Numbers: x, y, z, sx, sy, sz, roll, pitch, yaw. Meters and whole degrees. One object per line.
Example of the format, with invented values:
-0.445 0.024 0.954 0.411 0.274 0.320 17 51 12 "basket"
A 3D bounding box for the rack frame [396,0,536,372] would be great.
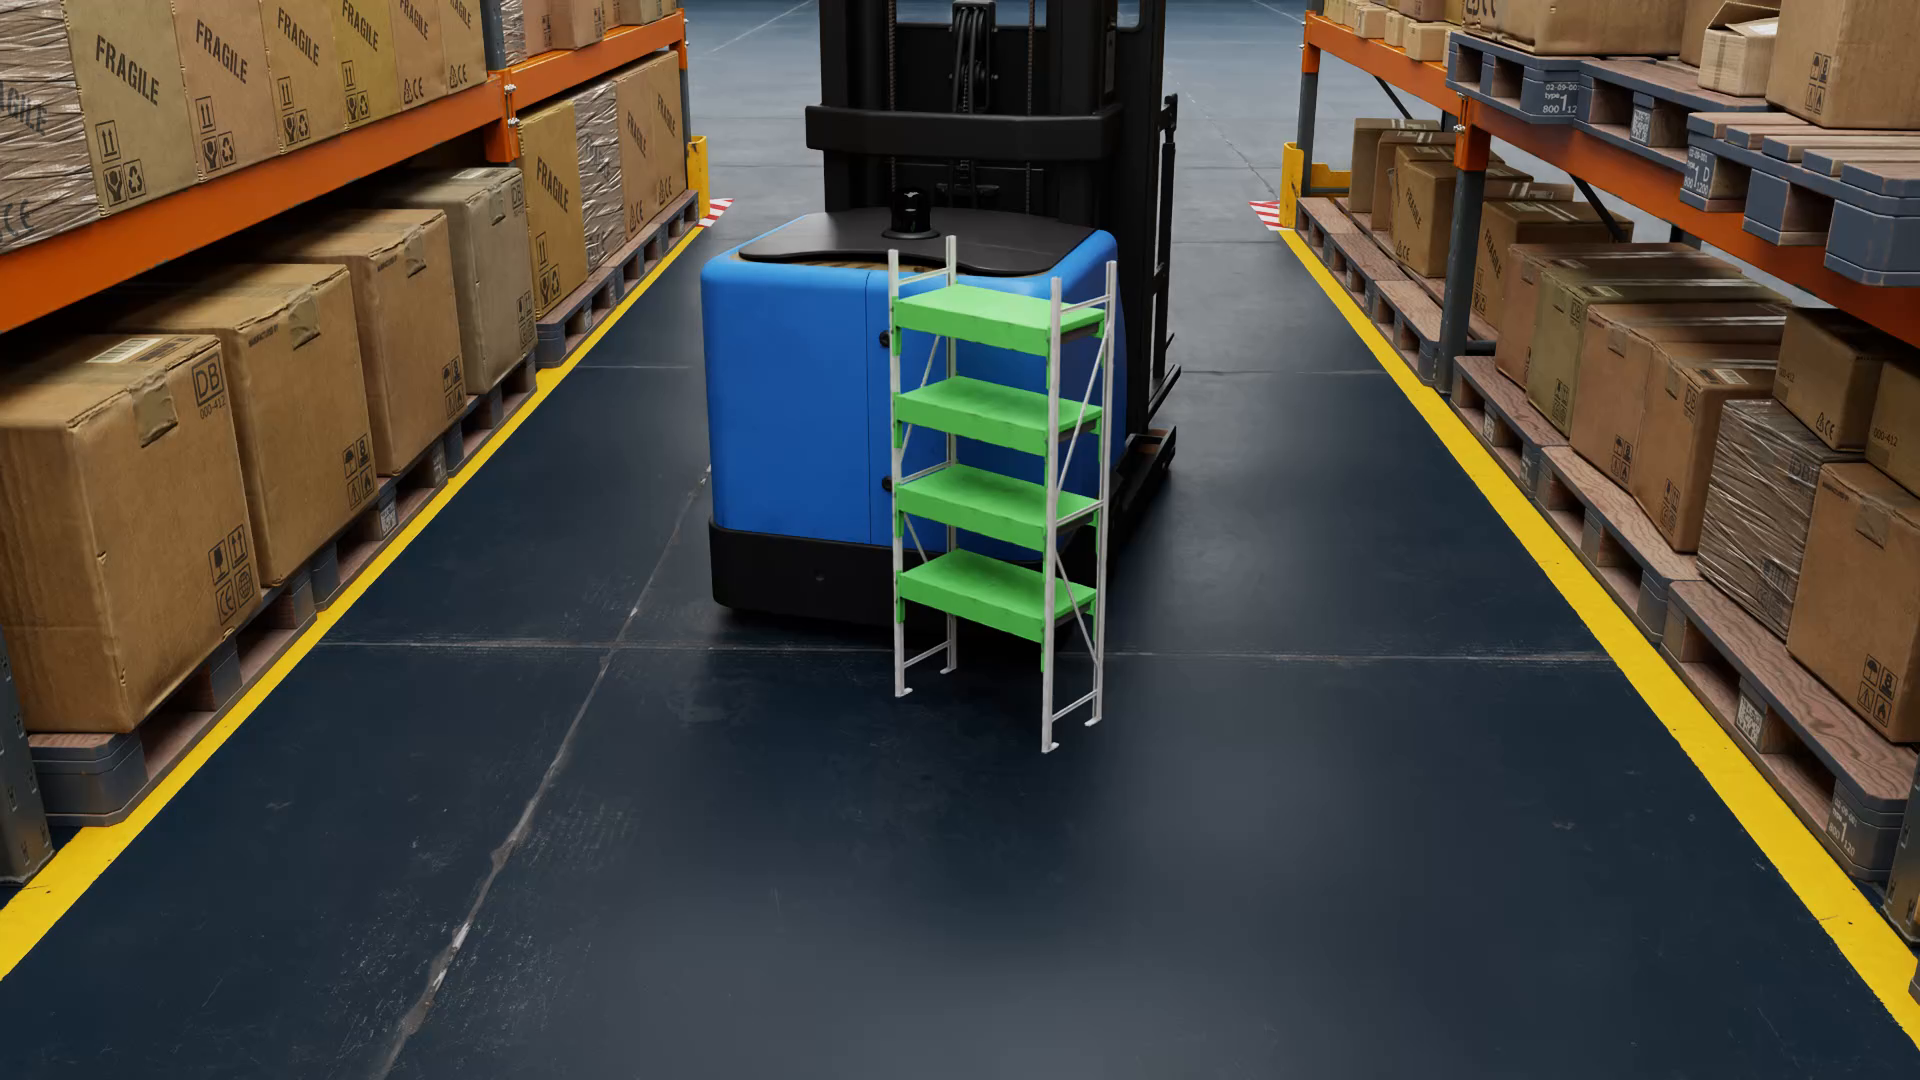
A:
-2.397 -2.122 6.852 1.000 3.000 0.127 1 21 2 "rack frame"

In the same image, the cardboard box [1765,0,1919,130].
2.330 -1.226 3.823 0.700 0.500 0.500 4 22 10 "cardboard box"

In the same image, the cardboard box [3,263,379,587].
-2.387 -0.358 4.835 1.050 0.750 0.750 1 21 2 "cardboard box"

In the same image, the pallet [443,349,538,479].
-2.345 -0.542 6.635 1.003 0.211 1.213 1 21 2 "pallet"

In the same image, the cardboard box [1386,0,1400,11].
2.655 -2.921 8.361 0.875 0.500 0.500 1 21 2 "cardboard box"

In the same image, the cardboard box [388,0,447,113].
-2.161 -1.794 5.869 0.500 0.500 0.500 0 21 1 "cardboard box"

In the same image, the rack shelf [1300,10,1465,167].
2.619 -2.419 8.611 1.077 0.370 4.000 1 21 2 "rack shelf"

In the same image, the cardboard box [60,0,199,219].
-2.222 -1.066 3.991 0.500 0.500 0.500 0 21 1 "cardboard box"

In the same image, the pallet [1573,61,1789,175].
2.455 -1.212 4.770 1.003 0.211 1.213 1 21 2 "pallet"

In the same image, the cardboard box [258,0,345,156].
-2.189 -1.428 4.925 0.500 0.500 0.500 0 21 1 "cardboard box"

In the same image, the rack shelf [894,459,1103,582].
0.097 -0.056 4.192 0.480 0.148 0.258 17 27 36 "rack shelf"

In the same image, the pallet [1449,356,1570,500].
2.536 -0.450 6.396 1.003 0.211 1.213 1 21 2 "pallet"

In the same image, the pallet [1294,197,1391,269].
2.617 -1.856 10.022 1.003 0.211 1.213 1 21 2 "pallet"

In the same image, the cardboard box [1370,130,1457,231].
2.660 -2.066 9.581 0.500 0.500 0.500 6 22 16 "cardboard box"

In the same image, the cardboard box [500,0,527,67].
-2.398 -2.326 7.169 0.875 0.550 0.550 1 21 2 "cardboard box"

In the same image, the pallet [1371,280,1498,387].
2.543 -0.974 7.748 1.003 0.211 1.213 1 21 2 "pallet"

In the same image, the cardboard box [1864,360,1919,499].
2.427 -0.217 3.752 0.500 0.250 0.500 1 21 4 "cardboard box"

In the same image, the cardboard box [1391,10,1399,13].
2.415 -2.627 8.499 0.380 0.149 0.250 1 21 2 "cardboard box"

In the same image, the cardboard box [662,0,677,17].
-2.241 -3.504 10.205 0.875 0.550 0.550 1 21 2 "cardboard box"

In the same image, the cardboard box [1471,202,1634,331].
2.610 -1.206 7.365 0.500 0.500 0.500 0 21 0 "cardboard box"

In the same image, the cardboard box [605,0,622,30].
-2.379 -3.103 9.173 0.875 0.550 0.550 1 21 2 "cardboard box"

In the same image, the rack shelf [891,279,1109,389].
0.097 -0.504 4.018 0.480 0.148 0.258 17 27 36 "rack shelf"

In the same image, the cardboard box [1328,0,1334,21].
2.406 -3.170 9.898 0.380 0.149 0.250 1 21 2 "cardboard box"

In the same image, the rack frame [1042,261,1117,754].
0.286 -0.060 4.025 0.015 1.200 0.240 17 27 36 "rack frame"

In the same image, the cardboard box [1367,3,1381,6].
2.401 -2.808 8.966 0.380 0.149 0.250 1 21 2 "cardboard box"

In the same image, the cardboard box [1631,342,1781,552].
2.451 -0.273 4.933 0.700 0.500 0.500 2 21 6 "cardboard box"

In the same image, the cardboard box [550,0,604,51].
-2.269 -2.719 8.182 0.875 0.550 0.550 1 21 2 "cardboard box"

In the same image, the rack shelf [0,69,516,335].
-2.458 -1.064 5.118 1.077 0.370 4.000 1 21 2 "rack shelf"

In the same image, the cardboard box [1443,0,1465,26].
2.684 -2.559 7.427 0.875 0.500 0.500 1 21 2 "cardboard box"

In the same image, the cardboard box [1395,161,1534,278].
2.560 -1.638 8.479 0.500 0.500 0.500 -1 21 -3 "cardboard box"

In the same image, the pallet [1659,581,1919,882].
2.461 0.433 4.122 1.003 0.211 1.213 1 21 2 "pallet"

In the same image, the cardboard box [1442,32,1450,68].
2.288 -2.085 7.104 0.380 0.149 0.250 1 21 2 "cardboard box"

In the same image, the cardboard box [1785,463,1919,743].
2.437 0.133 3.887 0.700 0.500 0.500 0 21 -1 "cardboard box"

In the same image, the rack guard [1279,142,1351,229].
2.677 -2.284 10.726 1.175 0.500 0.348 1 21 2 "rack guard"

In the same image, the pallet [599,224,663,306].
-2.261 -1.538 9.202 1.003 0.211 1.213 1 21 2 "pallet"

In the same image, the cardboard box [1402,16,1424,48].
2.358 -2.446 8.034 0.380 0.149 0.250 1 21 2 "cardboard box"

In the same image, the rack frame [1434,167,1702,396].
2.558 -2.031 6.617 1.000 3.000 0.127 1 21 2 "rack frame"

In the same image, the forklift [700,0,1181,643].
0.176 -1.583 5.557 1.130 2.935 3.031 6 22 15 "forklift"

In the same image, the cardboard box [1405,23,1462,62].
2.251 -2.267 7.571 0.380 0.149 0.250 1 21 2 "cardboard box"

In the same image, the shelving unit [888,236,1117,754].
0.097 -0.116 4.169 0.503 1.200 0.258 17 27 36 "shelving unit"

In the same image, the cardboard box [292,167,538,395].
-2.326 -1.044 6.602 1.050 0.750 0.750 1 21 1 "cardboard box"

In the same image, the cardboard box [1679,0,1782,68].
2.597 -1.647 4.904 0.797 0.503 0.637 3 21 7 "cardboard box"

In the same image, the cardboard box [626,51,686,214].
-2.230 -2.528 10.254 0.875 0.875 0.875 1 21 2 "cardboard box"

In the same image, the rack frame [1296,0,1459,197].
2.679 -3.477 10.344 1.000 3.000 0.127 1 21 2 "rack frame"

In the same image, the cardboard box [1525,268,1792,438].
2.484 -0.677 5.974 0.700 0.500 0.500 1 21 1 "cardboard box"

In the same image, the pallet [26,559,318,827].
-2.419 0.340 4.361 1.003 0.211 1.213 1 21 2 "pallet"

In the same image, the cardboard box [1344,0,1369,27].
2.396 -2.989 9.432 0.380 0.149 0.250 1 21 2 "cardboard box"

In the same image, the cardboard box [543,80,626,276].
-2.284 -1.880 8.584 0.875 0.875 0.875 1 21 2 "cardboard box"
